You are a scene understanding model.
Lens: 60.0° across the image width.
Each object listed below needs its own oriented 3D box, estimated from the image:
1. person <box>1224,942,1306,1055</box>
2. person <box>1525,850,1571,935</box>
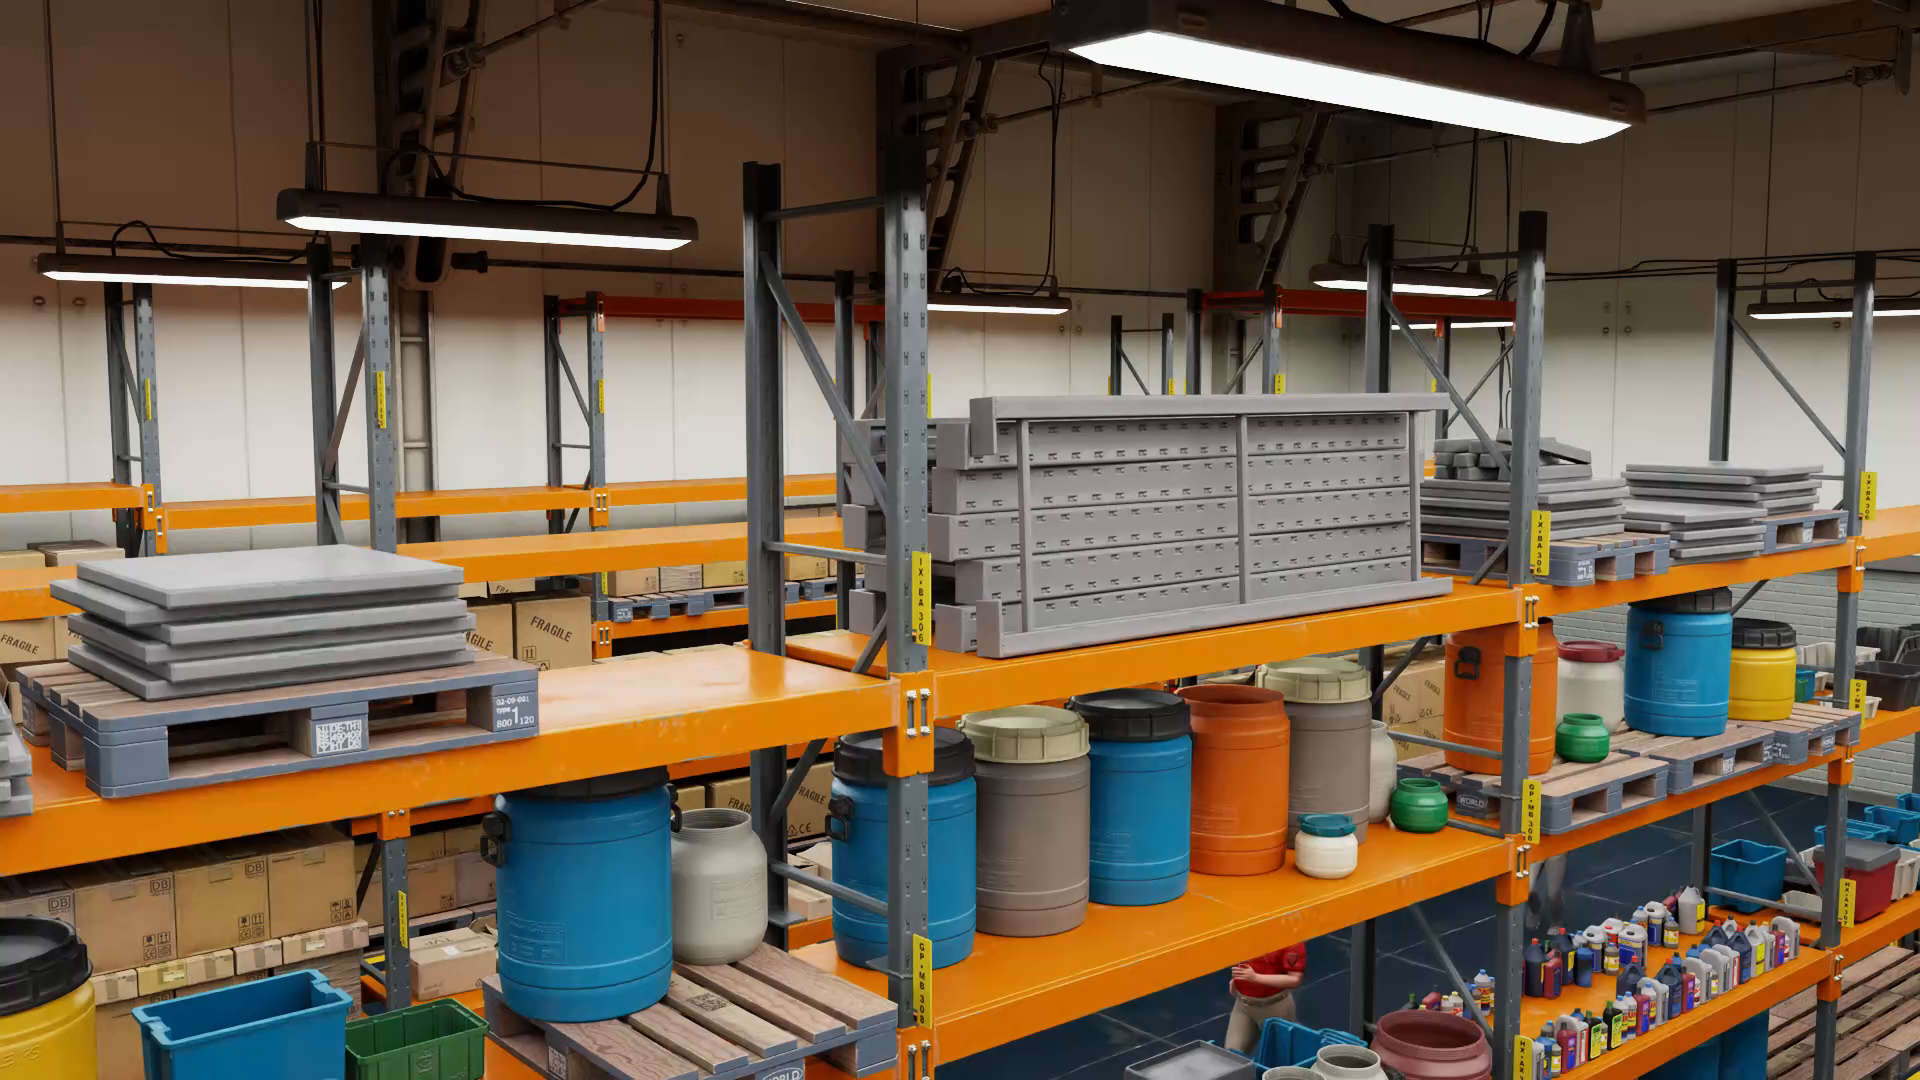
[{"bbox_3d":[2.065,3.194,11.281,0.902,1.733,0.653,-5,7,-41],"label":"person"},{"bbox_3d":[5.391,2.879,15.377,0.539,1.629,0.640,3,6,32],"label":"person"}]
